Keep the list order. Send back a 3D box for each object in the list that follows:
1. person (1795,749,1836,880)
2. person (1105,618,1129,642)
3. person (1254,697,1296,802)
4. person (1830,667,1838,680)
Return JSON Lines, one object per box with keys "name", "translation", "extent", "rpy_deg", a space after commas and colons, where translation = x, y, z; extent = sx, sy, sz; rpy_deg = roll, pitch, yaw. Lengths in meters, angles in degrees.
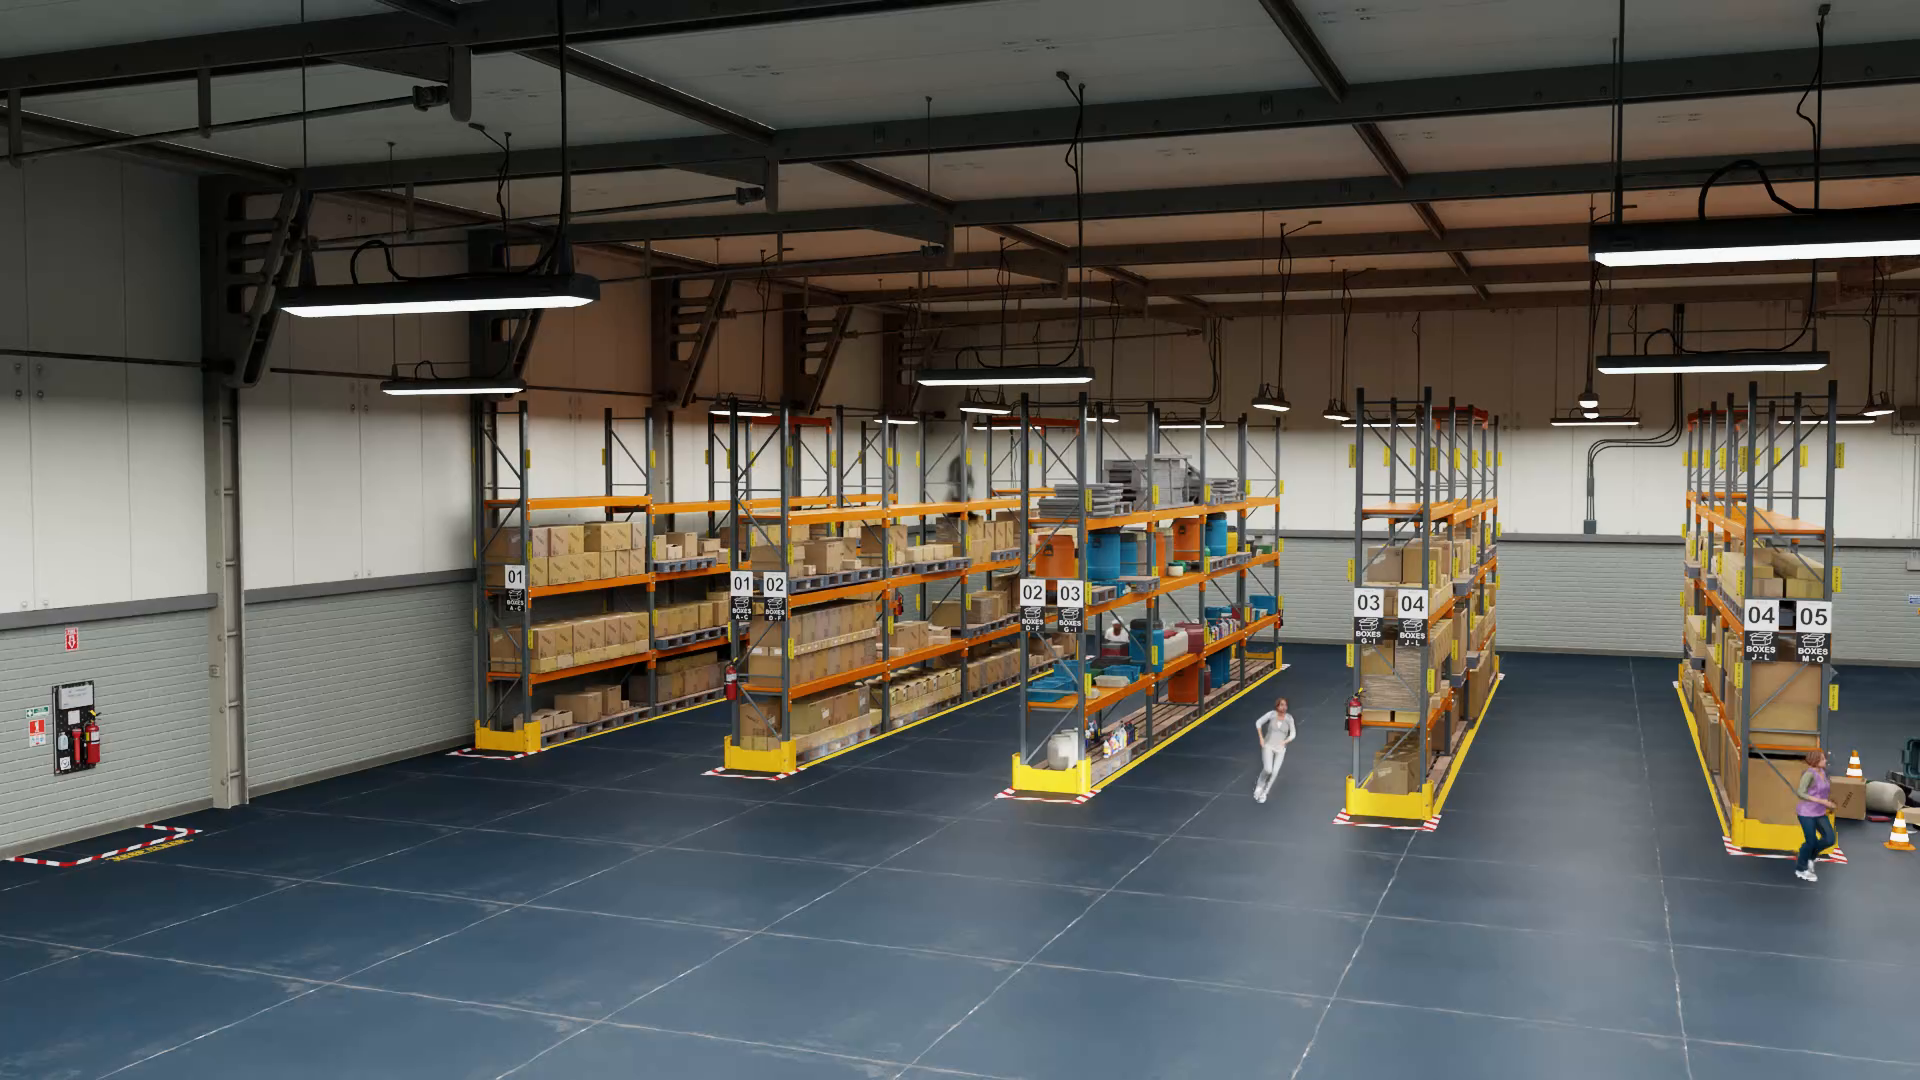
{"name": "person", "translation": [10.126, 3.259, 19.665], "extent": [0.519, 1.566, 0.553], "rpy_deg": [-2, 3, -30]}
{"name": "person", "translation": [3.362, 2.469, 35.080], "extent": [0.691, 1.692, 0.744], "rpy_deg": [1, 3, 21]}
{"name": "person", "translation": [4.584, 3.051, 24.162], "extent": [0.571, 1.547, 0.554], "rpy_deg": [0, 3, 0]}
{"name": "person", "translation": [18.919, 2.306, 36.775], "extent": [0.924, 1.768, 0.668], "rpy_deg": [1, 3, 19]}
